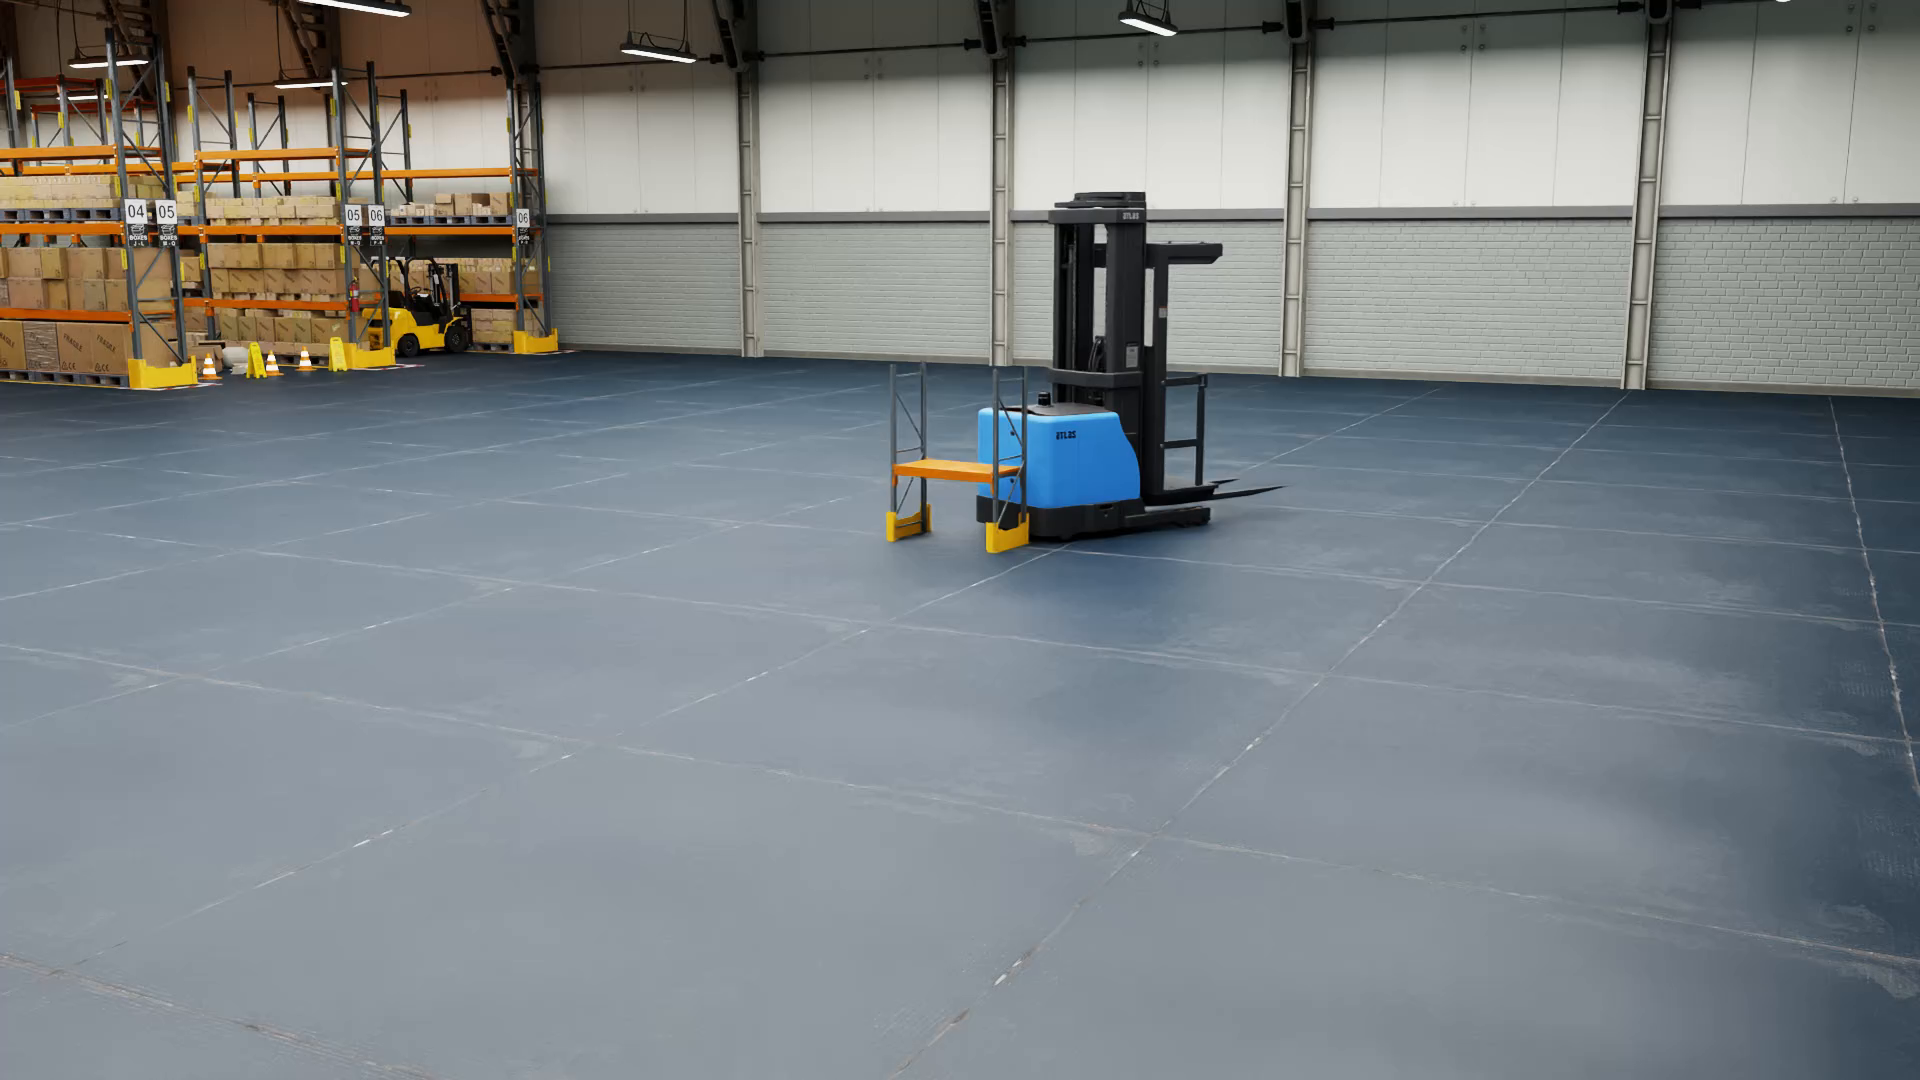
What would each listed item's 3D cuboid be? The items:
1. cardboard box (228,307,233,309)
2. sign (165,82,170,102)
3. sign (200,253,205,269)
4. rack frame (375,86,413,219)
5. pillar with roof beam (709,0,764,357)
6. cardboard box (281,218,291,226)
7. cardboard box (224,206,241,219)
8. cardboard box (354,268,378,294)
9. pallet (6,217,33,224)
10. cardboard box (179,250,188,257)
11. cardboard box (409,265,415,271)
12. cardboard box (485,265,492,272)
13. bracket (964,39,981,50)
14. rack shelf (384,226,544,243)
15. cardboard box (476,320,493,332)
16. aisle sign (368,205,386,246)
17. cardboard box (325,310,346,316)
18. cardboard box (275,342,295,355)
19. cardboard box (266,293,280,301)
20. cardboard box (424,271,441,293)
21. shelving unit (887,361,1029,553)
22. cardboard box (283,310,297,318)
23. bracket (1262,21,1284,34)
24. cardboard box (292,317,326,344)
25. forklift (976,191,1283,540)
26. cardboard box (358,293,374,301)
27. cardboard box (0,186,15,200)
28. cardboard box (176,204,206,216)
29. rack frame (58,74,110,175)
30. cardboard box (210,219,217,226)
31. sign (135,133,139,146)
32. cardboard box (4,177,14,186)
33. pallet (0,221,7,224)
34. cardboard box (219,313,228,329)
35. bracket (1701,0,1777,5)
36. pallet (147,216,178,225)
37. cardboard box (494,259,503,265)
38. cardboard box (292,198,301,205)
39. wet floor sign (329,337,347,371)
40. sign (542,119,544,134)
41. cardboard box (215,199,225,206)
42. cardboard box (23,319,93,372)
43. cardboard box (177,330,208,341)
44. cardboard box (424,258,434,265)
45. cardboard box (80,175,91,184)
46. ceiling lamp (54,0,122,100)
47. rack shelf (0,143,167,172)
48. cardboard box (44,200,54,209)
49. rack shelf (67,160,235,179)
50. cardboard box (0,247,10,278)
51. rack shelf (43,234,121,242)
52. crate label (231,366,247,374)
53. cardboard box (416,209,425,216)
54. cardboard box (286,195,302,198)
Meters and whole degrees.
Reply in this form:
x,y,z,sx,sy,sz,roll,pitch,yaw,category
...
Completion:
x,y,z,sx,sy,sz,roll,pitch,yaw,category
-18.118,-5.774,41.730,0.250,0.149,0.380,5,12,27,cardboard box
-13.738,-7.763,28.789,0.005,0.325,0.100,5,11,26,sign
-15.719,-5.780,34.493,0.005,0.325,0.100,5,11,26,sign
-13.284,-9.044,38.935,0.127,3.000,1.000,5,11,26,rack frame
-6.446,-7.768,31.881,0.548,9.000,9.100,5,11,26,pillar with roof beam
-13.469,-6.425,33.592,0.250,0.149,0.380,5,11,24,cardboard box
-14.737,-6.730,34.158,0.500,0.250,0.500,5,11,25,cardboard box
-12.192,-5.261,33.762,0.500,0.500,0.500,5,11,25,cardboard box
-20.669,-7.127,37.297,1.213,0.211,1.003,6,12,28,pallet
-16.614,-6.073,35.247,0.250,0.149,0.380,5,11,24,cardboard box
-12.635,-6.357,38.832,0.250,0.149,0.380,5,11,26,cardboard box
-10.579,-6.174,37.817,0.250,0.149,0.380,5,12,27,cardboard box
0.310,-9.730,32.614,0.430,0.232,0.235,5,11,26,bracket
-11.490,-7.057,38.395,4.000,0.370,1.077,5,11,26,rack shelf
-10.716,-4.906,38.055,0.500,0.250,0.500,5,11,25,cardboard box
-11.697,-6.308,33.361,0.004,0.787,0.394,5,11,26,aisle sign
-15.124,-5.291,40.531,0.625,0.625,0.875,5,11,23,cardboard box
-13.666,-3.941,34.123,0.500,0.250,0.500,5,11,24,cardboard box
-13.955,-4.982,34.039,0.250,0.149,0.380,5,11,26,cardboard box
-12.072,-5.987,38.605,0.500,0.500,0.500,5,11,25,cardboard box
-0.020,-0.722,14.008,1.083,1.500,0.587,7,12,32,shelving unit
-13.542,-4.607,33.877,0.250,0.149,0.380,6,12,28,cardboard box
5.691,-9.257,30.002,0.430,0.232,0.235,5,11,26,bracket
-13.193,-4.269,33.830,0.500,0.500,0.500,6,12,28,cardboard box
1.643,-1.623,14.970,3.031,2.935,1.130,-7,13,-35,forklift
-12.102,-4.920,33.699,0.250,0.149,0.380,5,11,26,cardboard box
-16.808,-6.182,29.670,0.500,0.250,0.500,5,11,25,cardboard box
-16.064,-6.931,34.923,0.500,0.250,0.500,5,11,25,cardboard box
-19.064,-8.566,36.295,0.127,3.000,1.000,5,11,26,rack frame
-15.304,-6.587,34.487,0.250,0.149,0.380,5,11,25,cardboard box
-20.715,-10.088,41.857,0.005,0.325,0.100,5,11,26,sign
-16.716,-6.358,29.524,0.250,0.149,0.380,5,11,25,cardboard box
-18.420,-5.947,30.781,1.217,0.209,0.805,5,11,24,pallet
-18.260,-5.465,41.843,0.500,0.500,0.500,6,12,28,cardboard box
14.142,-8.514,25.899,4.783,0.066,0.076,5,11,26,bracket
-16.915,-6.830,35.649,1.003,0.211,1.213,5,11,26,pallet
-10.346,-6.301,37.685,0.250,0.149,0.380,5,11,26,cardboard box
-13.196,-6.801,33.427,0.250,0.149,0.380,5,11,26,cardboard box
-12.193,-3.640,32.529,0.267,0.644,0.232,-10,14,-43,wet floor sign
-9.445,-9.355,37.583,0.005,0.325,0.100,5,11,26,sign
-15.092,-6.951,34.259,0.250,0.149,0.380,5,12,28,cardboard box
-16.233,-3.531,30.102,0.875,0.875,0.875,5,11,26,cardboard box
-16.594,-4.310,35.820,0.625,0.372,0.950,6,12,29,cardboard box
-12.192,-6.457,38.546,0.250,0.149,0.380,5,11,25,cardboard box
-14.894,-6.199,28.641,0.250,0.149,0.380,5,12,27,cardboard box
-20.679,-12.130,39.594,2.000,3.185,0.800,5,11,26,ceiling lamp
-15.783,-6.744,29.370,4.000,0.370,1.077,5,11,26,rack shelf
-15.805,-5.886,29.153,0.250,0.149,0.380,5,11,27,cardboard box
-17.270,-7.858,35.524,4.000,0.370,1.077,5,11,26,rack shelf
-17.261,-5.071,30.375,0.550,0.550,0.875,5,11,26,cardboard box
-22.251,-8.002,43.620,4.000,0.370,1.077,5,11,26,rack shelf
-13.765,-3.251,31.810,0.298,0.136,0.250,-1,10,-4,crate label
-12.326,-7.556,38.380,0.250,0.149,0.380,5,12,28,cardboard box
-15.832,-8.069,40.227,0.500,0.500,0.700,5,11,25,cardboard box
